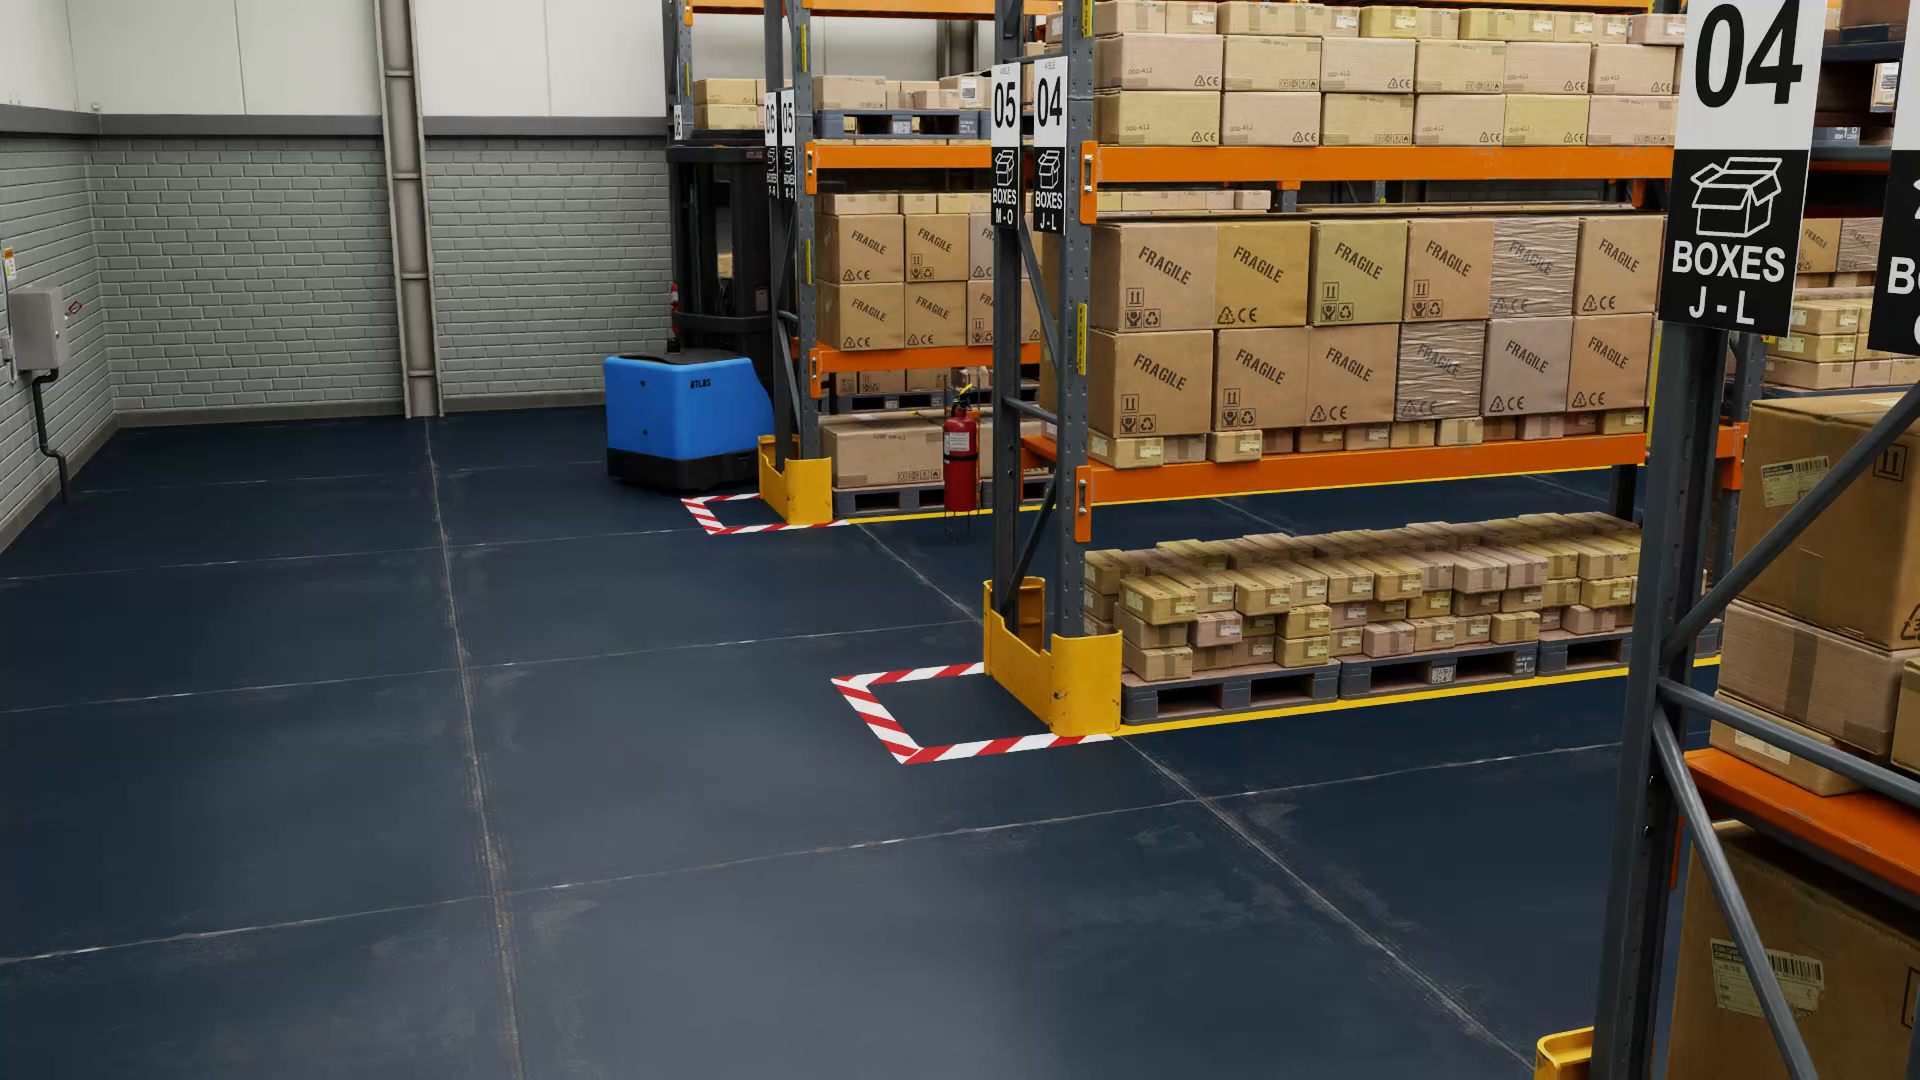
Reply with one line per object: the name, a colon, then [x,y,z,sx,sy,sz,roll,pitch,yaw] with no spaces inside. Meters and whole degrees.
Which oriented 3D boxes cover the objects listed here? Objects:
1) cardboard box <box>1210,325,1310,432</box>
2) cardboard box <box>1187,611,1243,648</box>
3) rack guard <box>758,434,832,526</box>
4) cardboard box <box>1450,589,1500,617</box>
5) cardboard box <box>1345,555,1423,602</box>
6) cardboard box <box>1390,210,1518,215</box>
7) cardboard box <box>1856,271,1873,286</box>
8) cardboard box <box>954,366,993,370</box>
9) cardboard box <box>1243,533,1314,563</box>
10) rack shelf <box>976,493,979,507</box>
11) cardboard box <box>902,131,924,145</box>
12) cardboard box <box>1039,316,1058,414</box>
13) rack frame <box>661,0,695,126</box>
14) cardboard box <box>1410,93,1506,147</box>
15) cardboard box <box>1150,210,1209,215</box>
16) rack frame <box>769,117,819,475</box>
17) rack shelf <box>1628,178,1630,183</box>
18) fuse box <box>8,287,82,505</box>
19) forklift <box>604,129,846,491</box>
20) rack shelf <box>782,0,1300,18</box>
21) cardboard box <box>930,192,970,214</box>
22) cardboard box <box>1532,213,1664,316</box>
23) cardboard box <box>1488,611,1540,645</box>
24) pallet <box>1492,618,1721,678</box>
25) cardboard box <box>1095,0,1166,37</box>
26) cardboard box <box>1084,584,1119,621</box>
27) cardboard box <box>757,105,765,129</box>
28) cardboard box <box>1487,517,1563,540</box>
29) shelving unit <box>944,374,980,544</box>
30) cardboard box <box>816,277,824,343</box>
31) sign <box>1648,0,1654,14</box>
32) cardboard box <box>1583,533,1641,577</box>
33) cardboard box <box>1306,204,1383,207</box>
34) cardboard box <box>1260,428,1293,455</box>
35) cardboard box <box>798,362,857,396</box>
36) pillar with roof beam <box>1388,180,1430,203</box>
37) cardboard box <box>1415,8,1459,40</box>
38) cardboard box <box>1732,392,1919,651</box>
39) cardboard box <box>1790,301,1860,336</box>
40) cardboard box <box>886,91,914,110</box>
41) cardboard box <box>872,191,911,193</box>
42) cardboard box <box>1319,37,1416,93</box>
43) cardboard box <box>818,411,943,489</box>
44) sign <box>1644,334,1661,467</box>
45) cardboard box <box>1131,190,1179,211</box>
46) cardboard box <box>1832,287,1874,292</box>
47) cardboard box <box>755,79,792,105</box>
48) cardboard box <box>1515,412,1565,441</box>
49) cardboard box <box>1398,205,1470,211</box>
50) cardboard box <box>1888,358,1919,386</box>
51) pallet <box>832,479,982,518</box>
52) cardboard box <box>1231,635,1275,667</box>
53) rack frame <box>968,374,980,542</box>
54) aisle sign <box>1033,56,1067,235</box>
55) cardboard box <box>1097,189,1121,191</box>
cardboard box: [1.401,-0.839,8.331,0.500,0.500,0.500,-4,14,-18]
cardboard box: [1.244,0.419,8.508,0.250,0.149,0.380,-5,14,-18]
rack guard: [-1.309,-0.489,13.117,0.348,0.500,1.175,-4,14,-18]
cardboard box: [2.717,0.289,9.056,0.250,0.149,0.380,-5,14,-21]
cardboard box: [2.234,0.199,8.791,0.250,0.149,0.380,-4,14,-17]
cardboard box: [2.700,-1.552,9.164,0.500,0.500,0.500,-4,14,-17]
cardboard box: [8.433,-2.507,15.835,0.250,0.149,0.380,-5,14,-20]
cardboard box: [0.217,-1.989,18.928,0.500,0.311,0.500,-4,14,-16]
cardboard box: [1.773,0.080,9.292,0.250,0.149,0.380,-4,14,-16]
rack shelf: [0.014,-0.308,12.074,0.180,0.103,0.258,-4,14,-18]
cardboard box: [-0.552,-4.250,17.590,0.250,0.149,0.380,-4,14,-17]
cardboard box: [0.732,-0.911,8.633,0.500,0.500,0.500,-4,14,-17]
rack frame: [-2.873,-5.714,16.717,0.127,3.000,1.000,-4,14,-18]
cardboard box: [2.372,-2.106,8.358,0.500,0.250,0.500,-5,14,-18]
cardboard box: [1.662,-2.406,13.398,0.500,0.500,0.500,-5,14,-19]
rack frame: [-1.286,-1.707,12.835,0.127,3.000,1.000,-4,14,-18]
rack shelf: [8.192,-3.554,15.674,4.000,0.370,1.077,-4,14,-18]
fuse box: [-7.155,-1.130,13.196,0.414,1.711,0.539,-4,14,-18]
forklift: [-1.678,-2.108,14.669,1.130,2.935,3.031,11,17,39]
rack shelf: [0.609,-4.228,12.891,4.000,0.370,1.077,-4,14,-18]
cardboard box: [-0.109,-2.575,12.708,0.250,0.149,0.380,-5,14,-20]
cardboard box: [3.332,-1.470,8.821,0.500,0.500,0.500,-5,14,-20]
cardboard box: [2.935,0.439,9.068,0.250,0.149,0.380,-4,14,-18]
pallet: [3.554,0.490,9.625,1.213,0.211,1.003,-4,14,-18]
cardboard box: [0.768,-2.426,7.759,0.250,0.149,0.380,-5,14,-19]
cardboard box: [0.797,0.308,8.976,0.250,0.149,0.380,-5,14,-20]
cardboard box: [-1.890,-4.341,17.109,0.500,0.250,0.500,-4,14,-17]
cardboard box: [3.283,-0.014,9.686,0.250,0.149,0.380,-5,14,-19]
shelving unit: [0.014,-0.585,12.008,0.189,1.200,0.258,-4,14,-18]
cardboard box: [-0.913,-1.849,13.218,0.500,0.500,0.500,-4,14,-18]
sign: [3.999,-2.948,9.602,0.005,0.325,0.100,-4,14,-18]
cardboard box: [3.696,0.080,9.290,0.250,0.149,0.380,-4,14,-17]
cardboard box: [3.336,-2.665,14.487,0.500,0.500,0.500,-4,14,-17]
cardboard box: [1.502,-0.543,8.488,0.250,0.149,0.380,-4,14,-15]
cardboard box: [-1.440,-1.862,17.983,0.500,0.500,0.700,-4,14,-16]
pillar with roof beam: [7.031,-5.654,16.465,0.400,9.000,9.100,-4,14,-18]
cardboard box: [2.249,-2.534,8.214,0.250,0.149,0.380,-4,14,-16]
cardboard box: [2.252,-0.063,3.988,0.500,0.500,0.500,-4,14,-17]
cardboard box: [4.699,-1.223,9.153,0.250,0.149,0.380,-4,14,-15]
cardboard box: [-0.517,-3.398,12.884,0.250,0.149,0.380,-6,14,-22]
cardboard box: [-0.559,-2.689,13.188,0.250,0.149,0.380,-5,14,-19]
cardboard box: [1.864,-2.307,8.120,0.500,0.250,0.500,-4,14,-17]
cardboard box: [-0.693,-0.735,13.380,0.875,0.438,0.875,-5,14,-20]
sign: [1.715,-0.332,4.041,0.005,0.325,0.100,-4,14,-18]
cardboard box: [1.556,-2.725,13.340,0.250,0.149,0.380,-5,14,-19]
cardboard box: [5.480,-1.443,10.077,0.250,0.149,0.380,-5,14,-20]
cardboard box: [-1.884,-4.580,17.036,0.500,0.250,0.500,-5,14,-18]
cardboard box: [3.002,-0.639,8.891,0.250,0.149,0.380,-5,14,-20]
cardboard box: [3.963,-2.586,14.157,0.500,0.500,0.500,-5,14,-19]
cardboard box: [5.198,-0.973,9.388,0.250,0.149,0.380,-4,14,-18]
pallet: [-0.553,-0.426,13.478,1.213,0.211,1.003,-4,14,-18]
cardboard box: [1.442,0.529,8.691,0.250,0.149,0.380,-4,14,-17]
rack frame: [0.100,-0.592,12.037,0.006,1.200,0.240,-4,14,-18]
aisle sign: [0.415,-1.822,7.703,0.004,0.787,0.394,-4,14,-18]
cardboard box: [1.140,-2.817,13.727,0.250,0.149,0.380,-5,14,-20]
